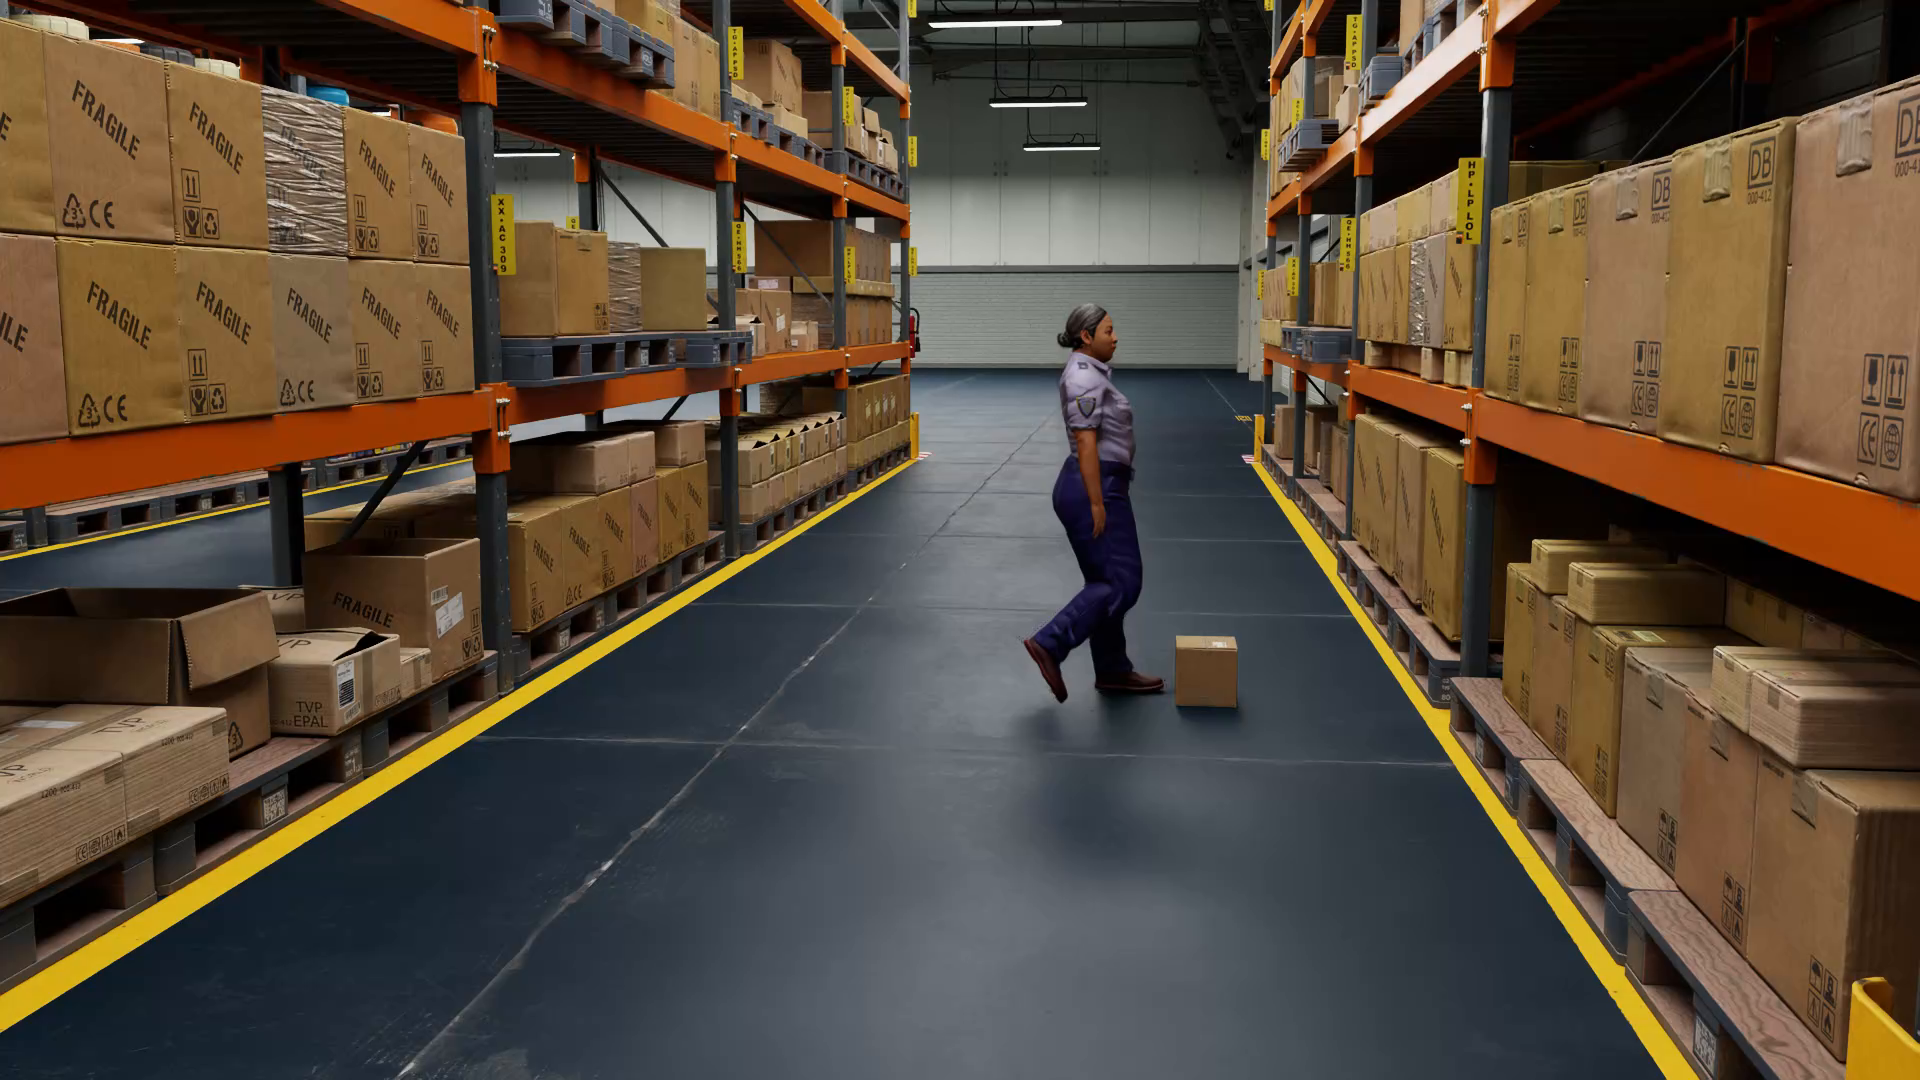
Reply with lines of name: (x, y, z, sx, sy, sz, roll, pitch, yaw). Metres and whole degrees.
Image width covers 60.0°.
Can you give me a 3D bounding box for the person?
person: (0.571, -0.158, 6.942, 0.620, 1.645, 0.533, 0, 8, -1)
